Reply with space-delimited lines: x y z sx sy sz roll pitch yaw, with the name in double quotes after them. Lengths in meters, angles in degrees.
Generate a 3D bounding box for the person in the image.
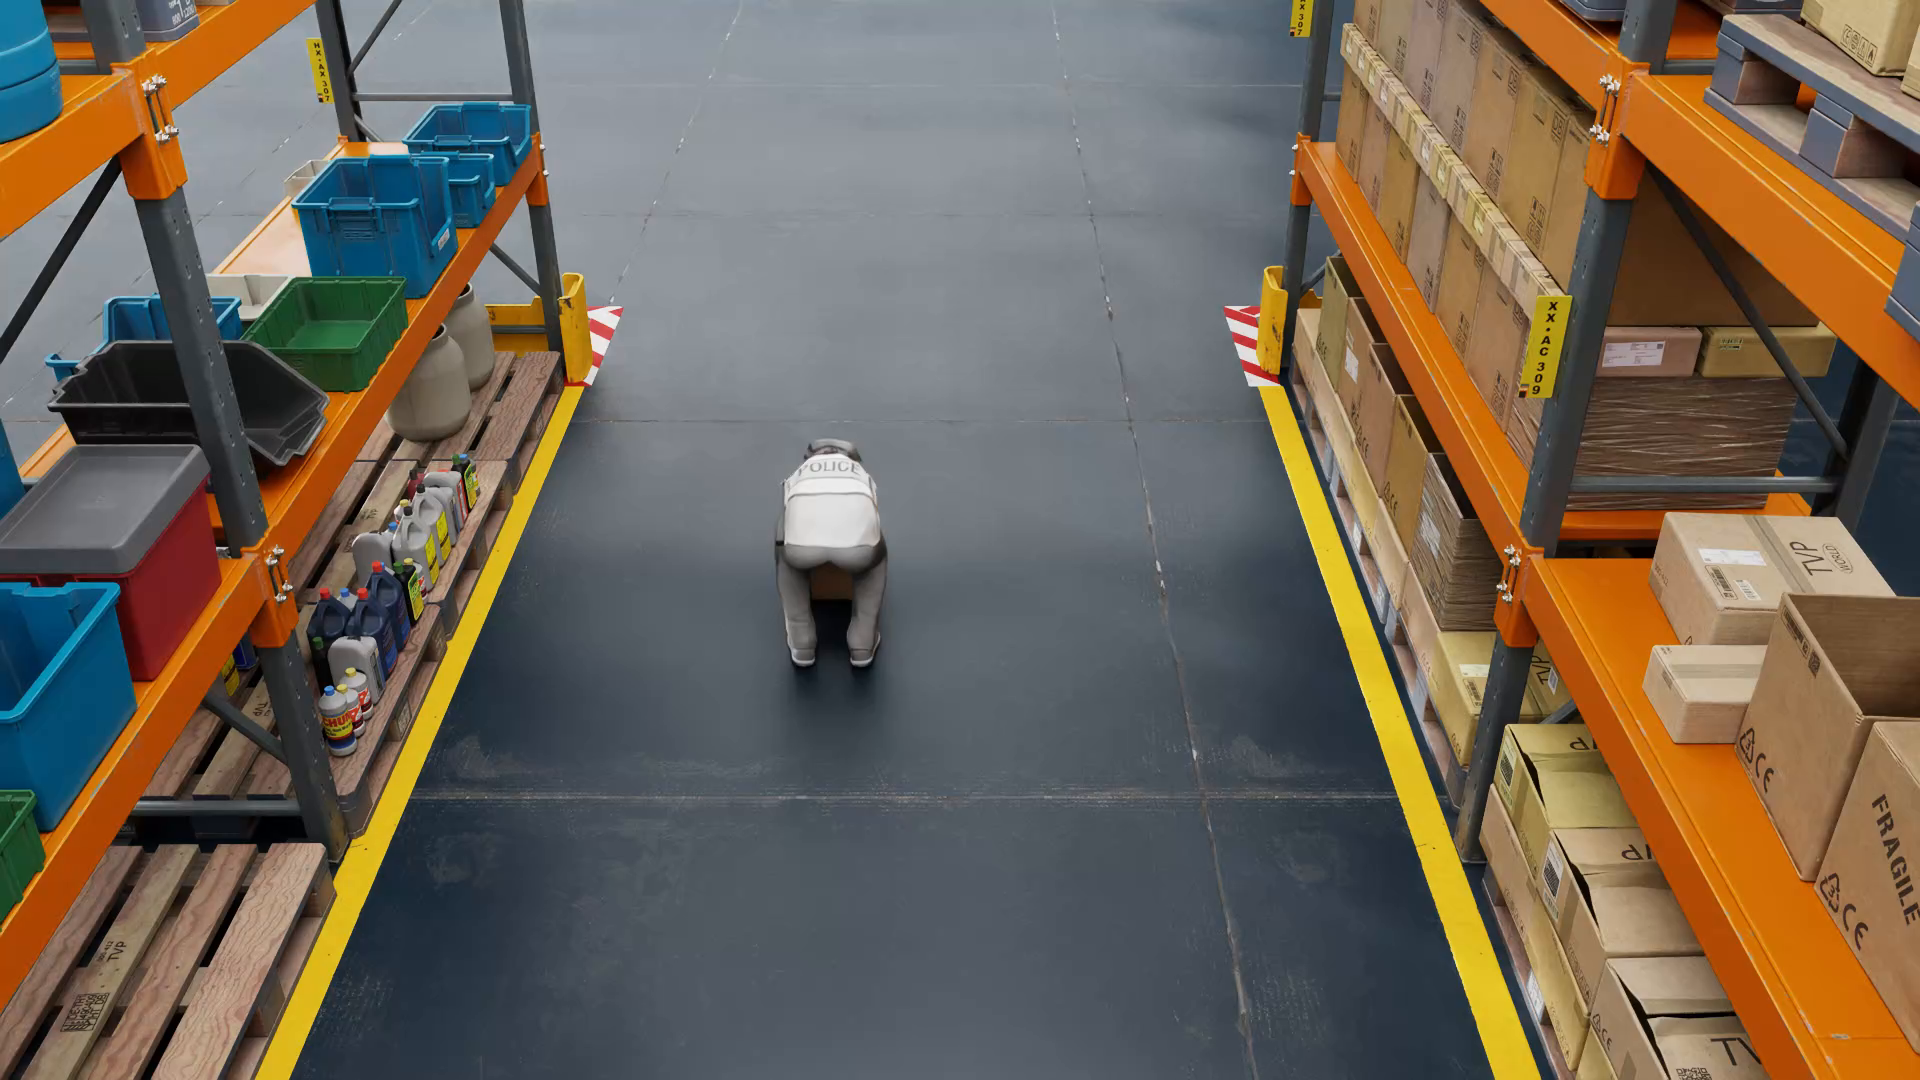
-0.531 -0.236 6.500 0.488 1.676 0.377 -1 32 -1 "person"
